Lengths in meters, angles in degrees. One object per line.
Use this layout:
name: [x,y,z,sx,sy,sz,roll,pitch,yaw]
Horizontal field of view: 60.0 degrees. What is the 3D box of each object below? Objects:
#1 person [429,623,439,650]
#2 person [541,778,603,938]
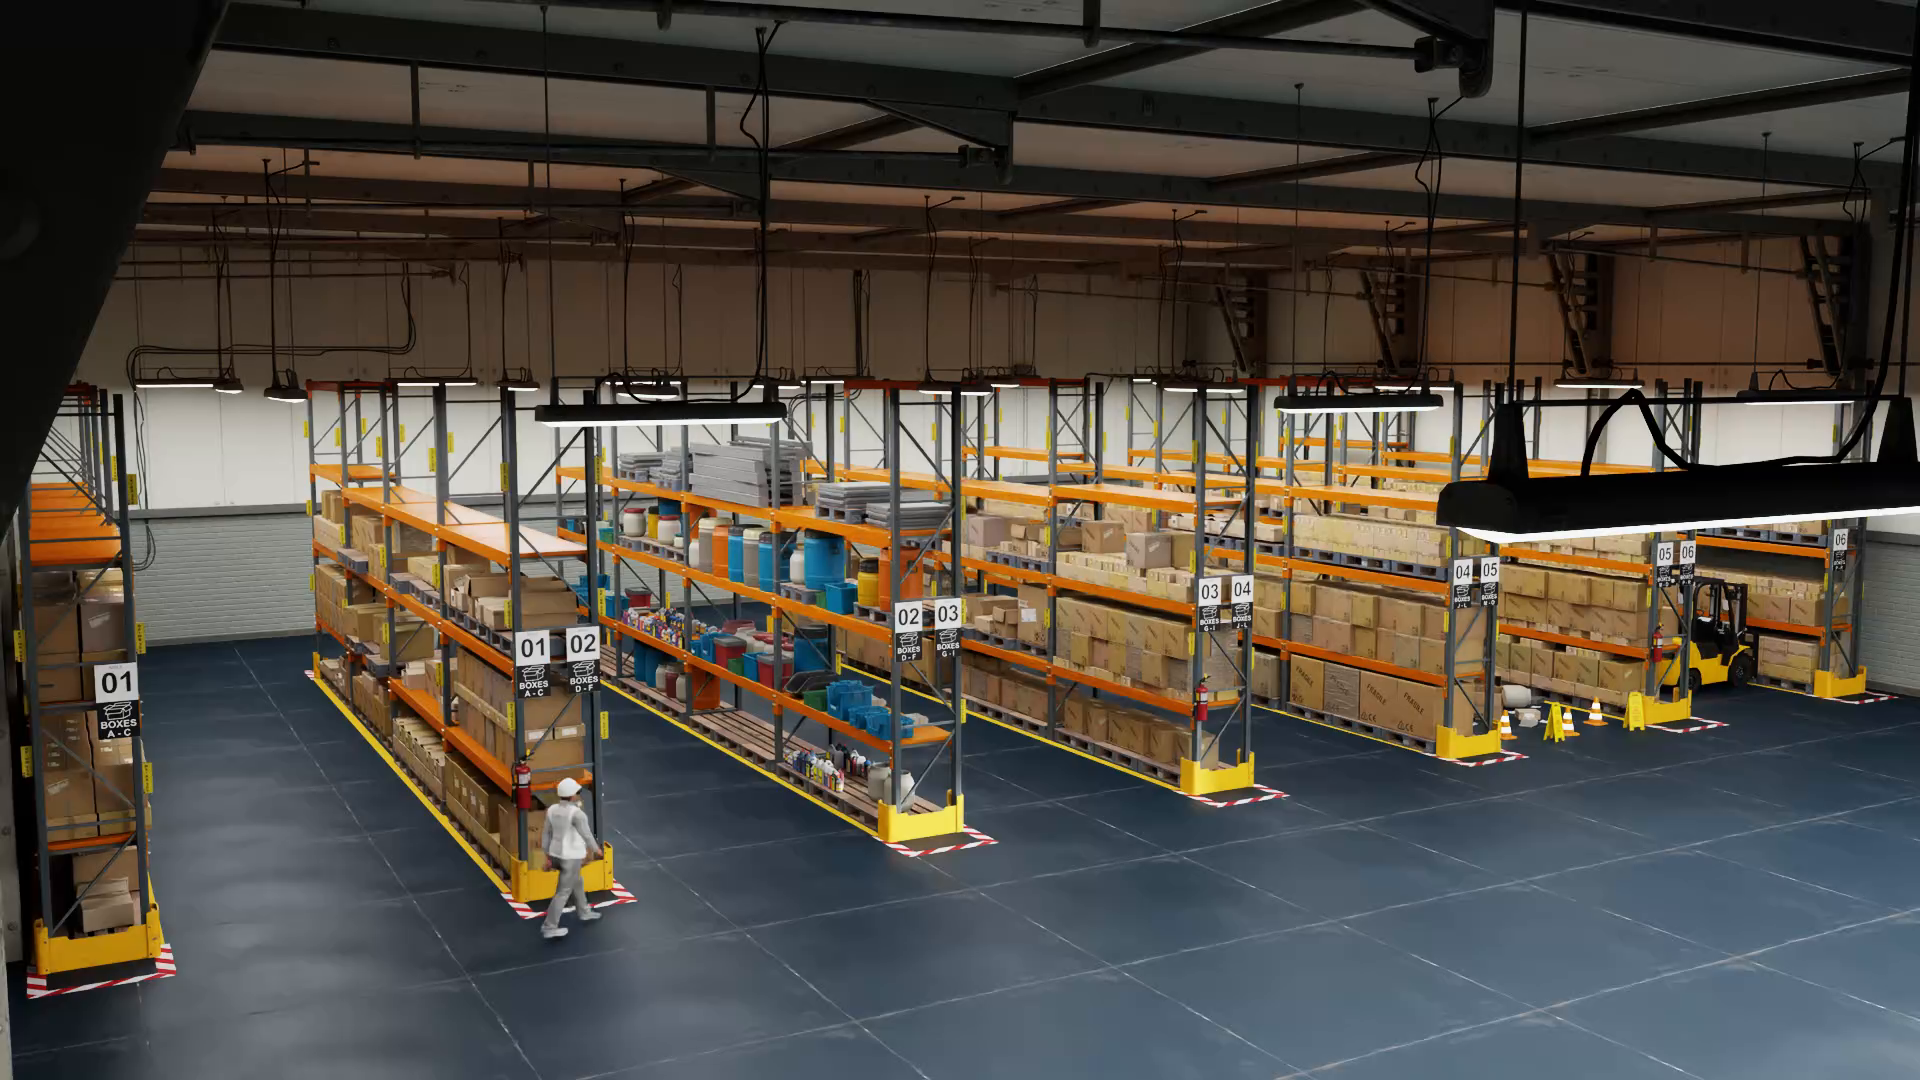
person: [-11.503,1.656,36.359,0.660,1.853,0.791,-4,7,-34]
person: [-4.271,3.481,18.445,0.539,1.740,0.922,5,8,40]
